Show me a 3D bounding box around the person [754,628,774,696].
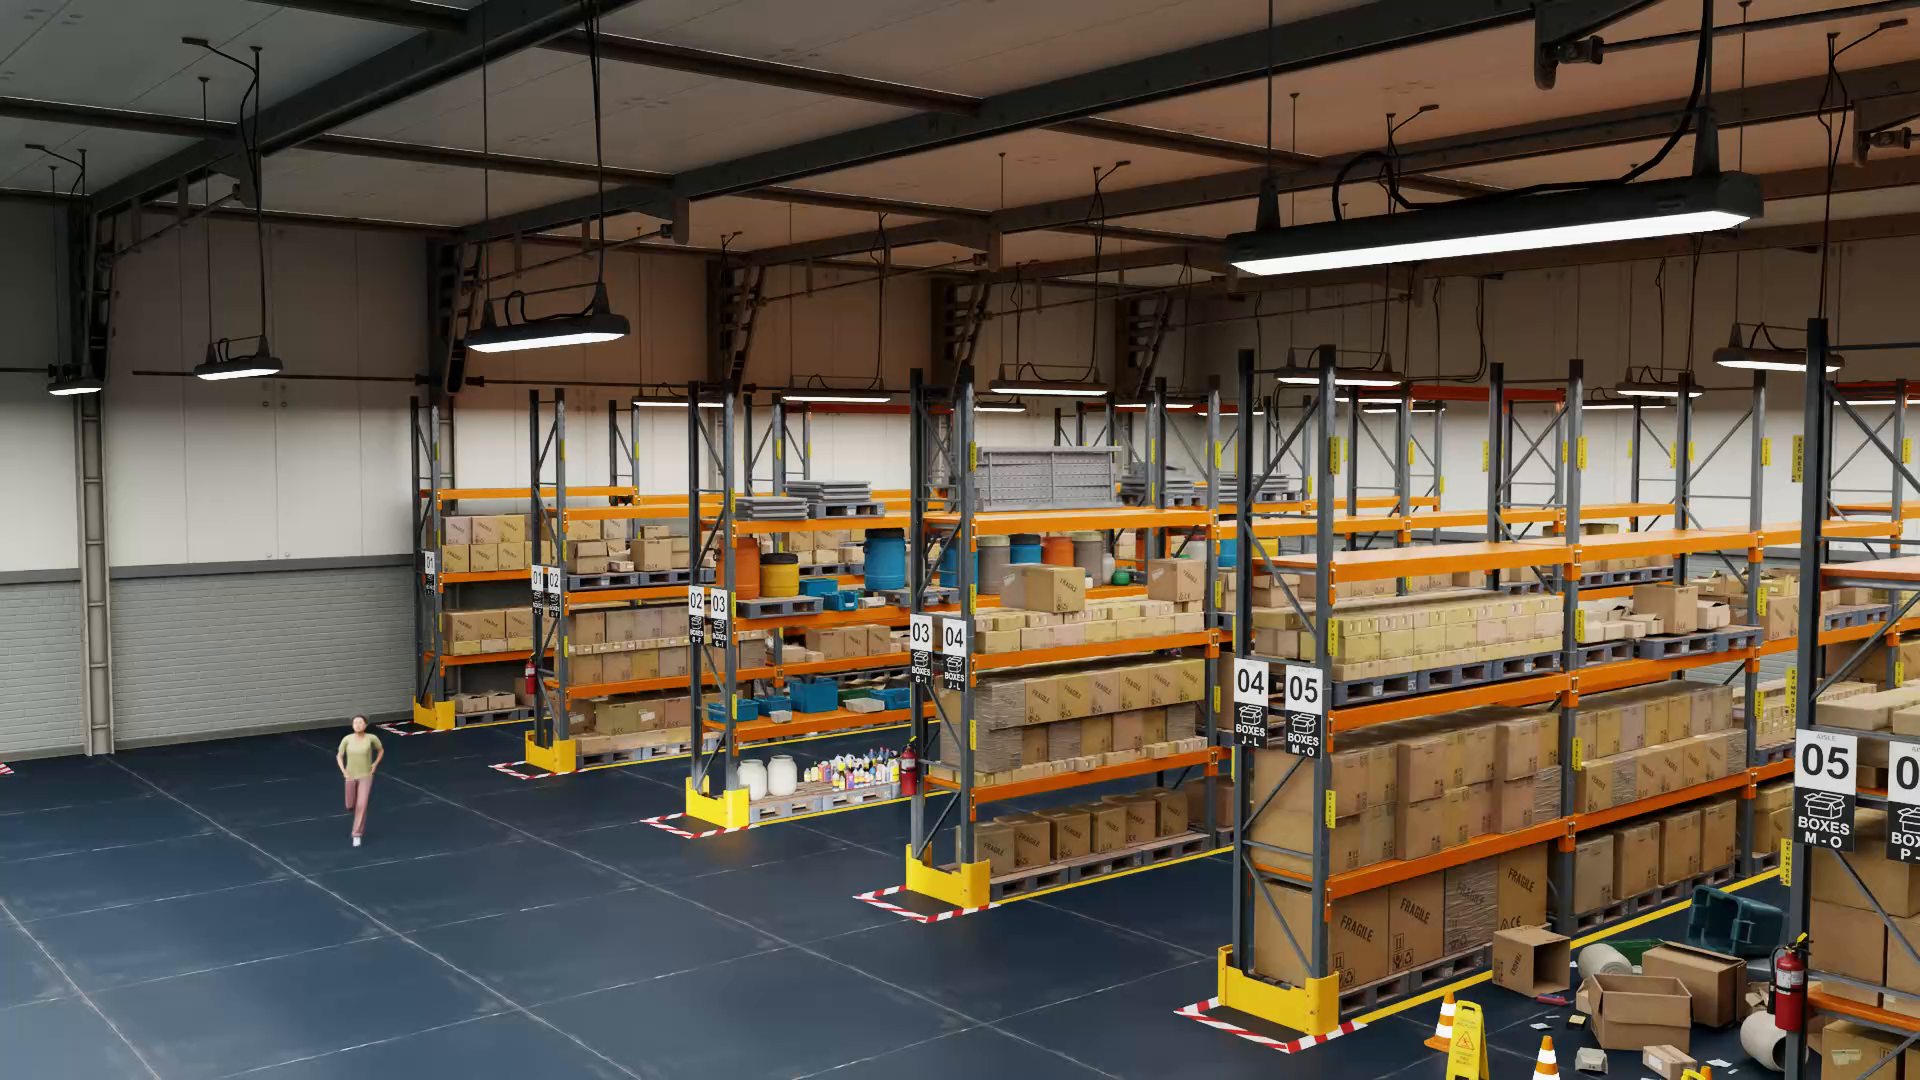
[{"bbox_3d":[-3.659,2.415,31.118,0.668,1.745,0.646,3,4,38],"label":"person"}]

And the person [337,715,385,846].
[{"bbox_3d":[-7.816,3.093,21.674,0.569,1.640,0.925,0,3,-7],"label":"person"}]
